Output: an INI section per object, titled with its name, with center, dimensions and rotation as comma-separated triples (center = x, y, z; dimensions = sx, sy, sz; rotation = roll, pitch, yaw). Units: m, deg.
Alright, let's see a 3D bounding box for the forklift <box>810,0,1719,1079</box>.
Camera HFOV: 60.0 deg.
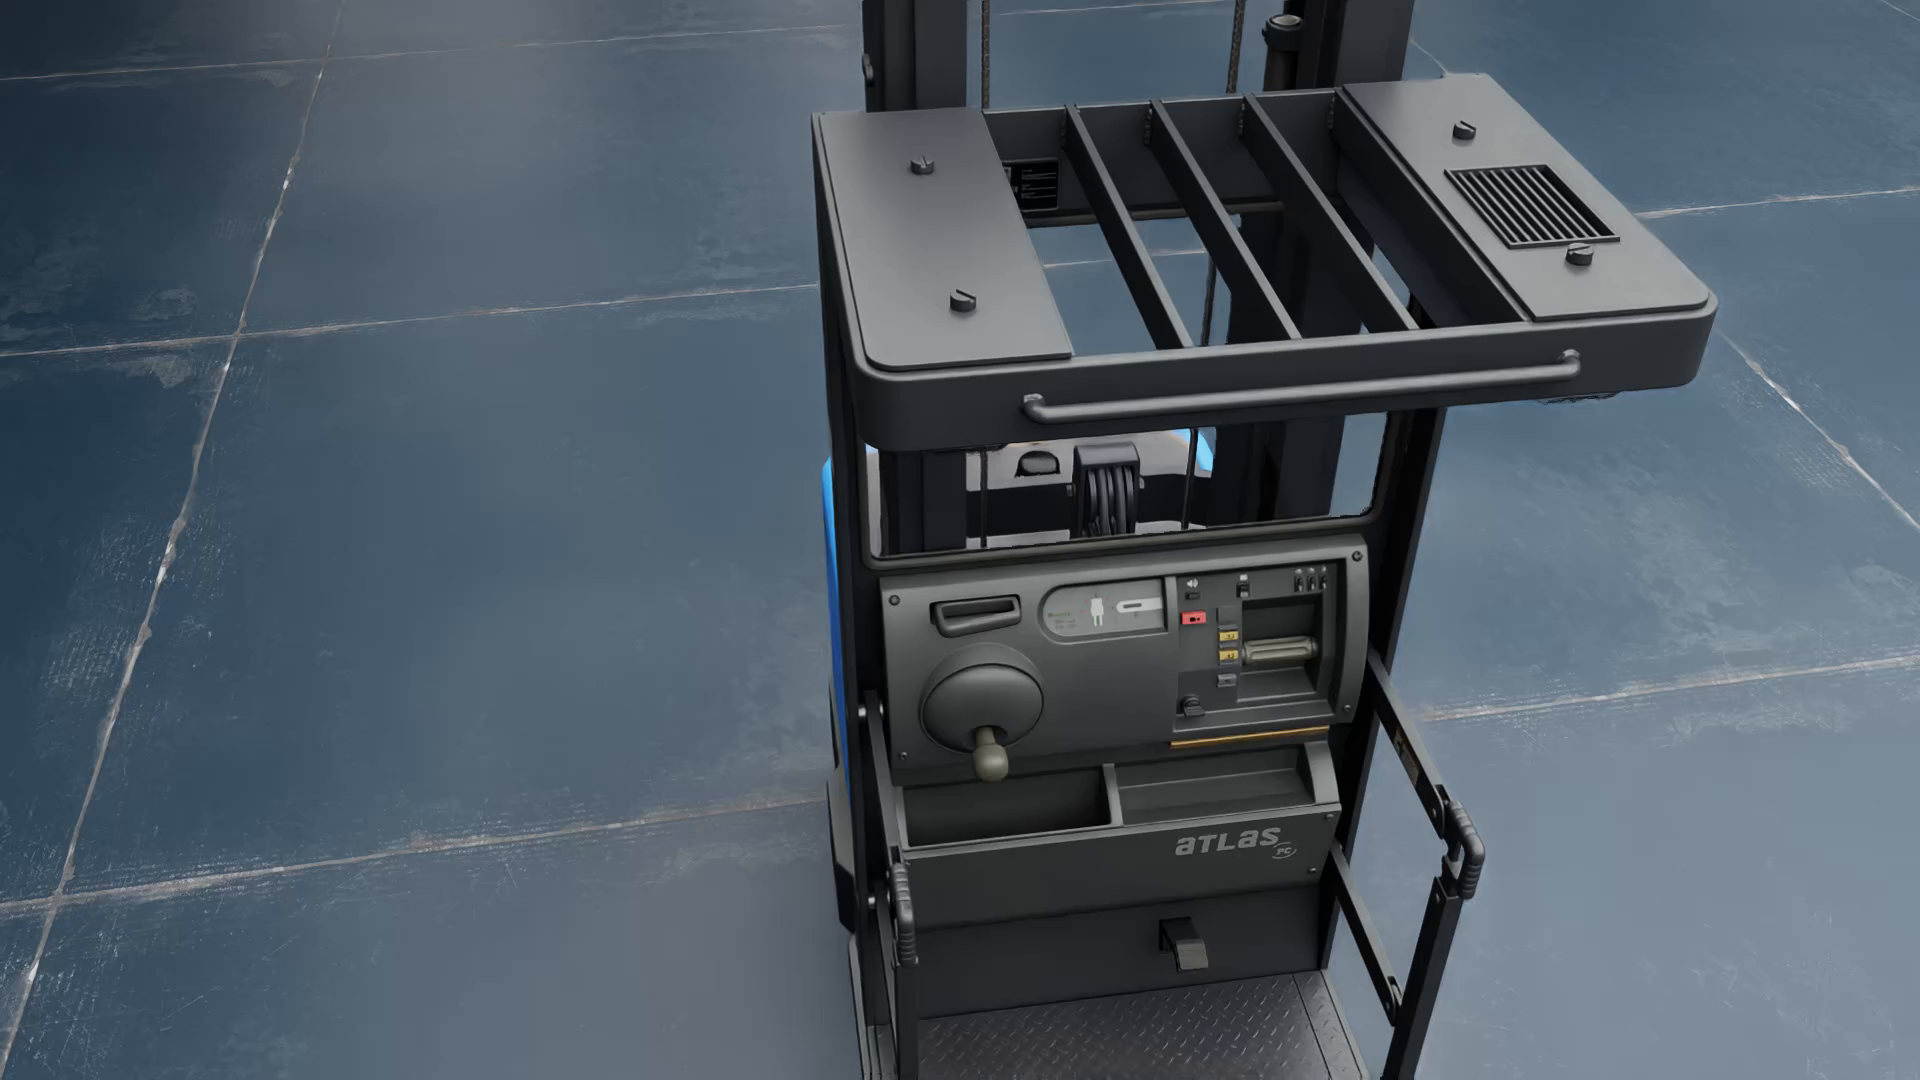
[forklift]
center = 0.353, 0.297, 2.978
dimensions = 1.130, 2.935, 3.031
rotation = -5, 38, -7
